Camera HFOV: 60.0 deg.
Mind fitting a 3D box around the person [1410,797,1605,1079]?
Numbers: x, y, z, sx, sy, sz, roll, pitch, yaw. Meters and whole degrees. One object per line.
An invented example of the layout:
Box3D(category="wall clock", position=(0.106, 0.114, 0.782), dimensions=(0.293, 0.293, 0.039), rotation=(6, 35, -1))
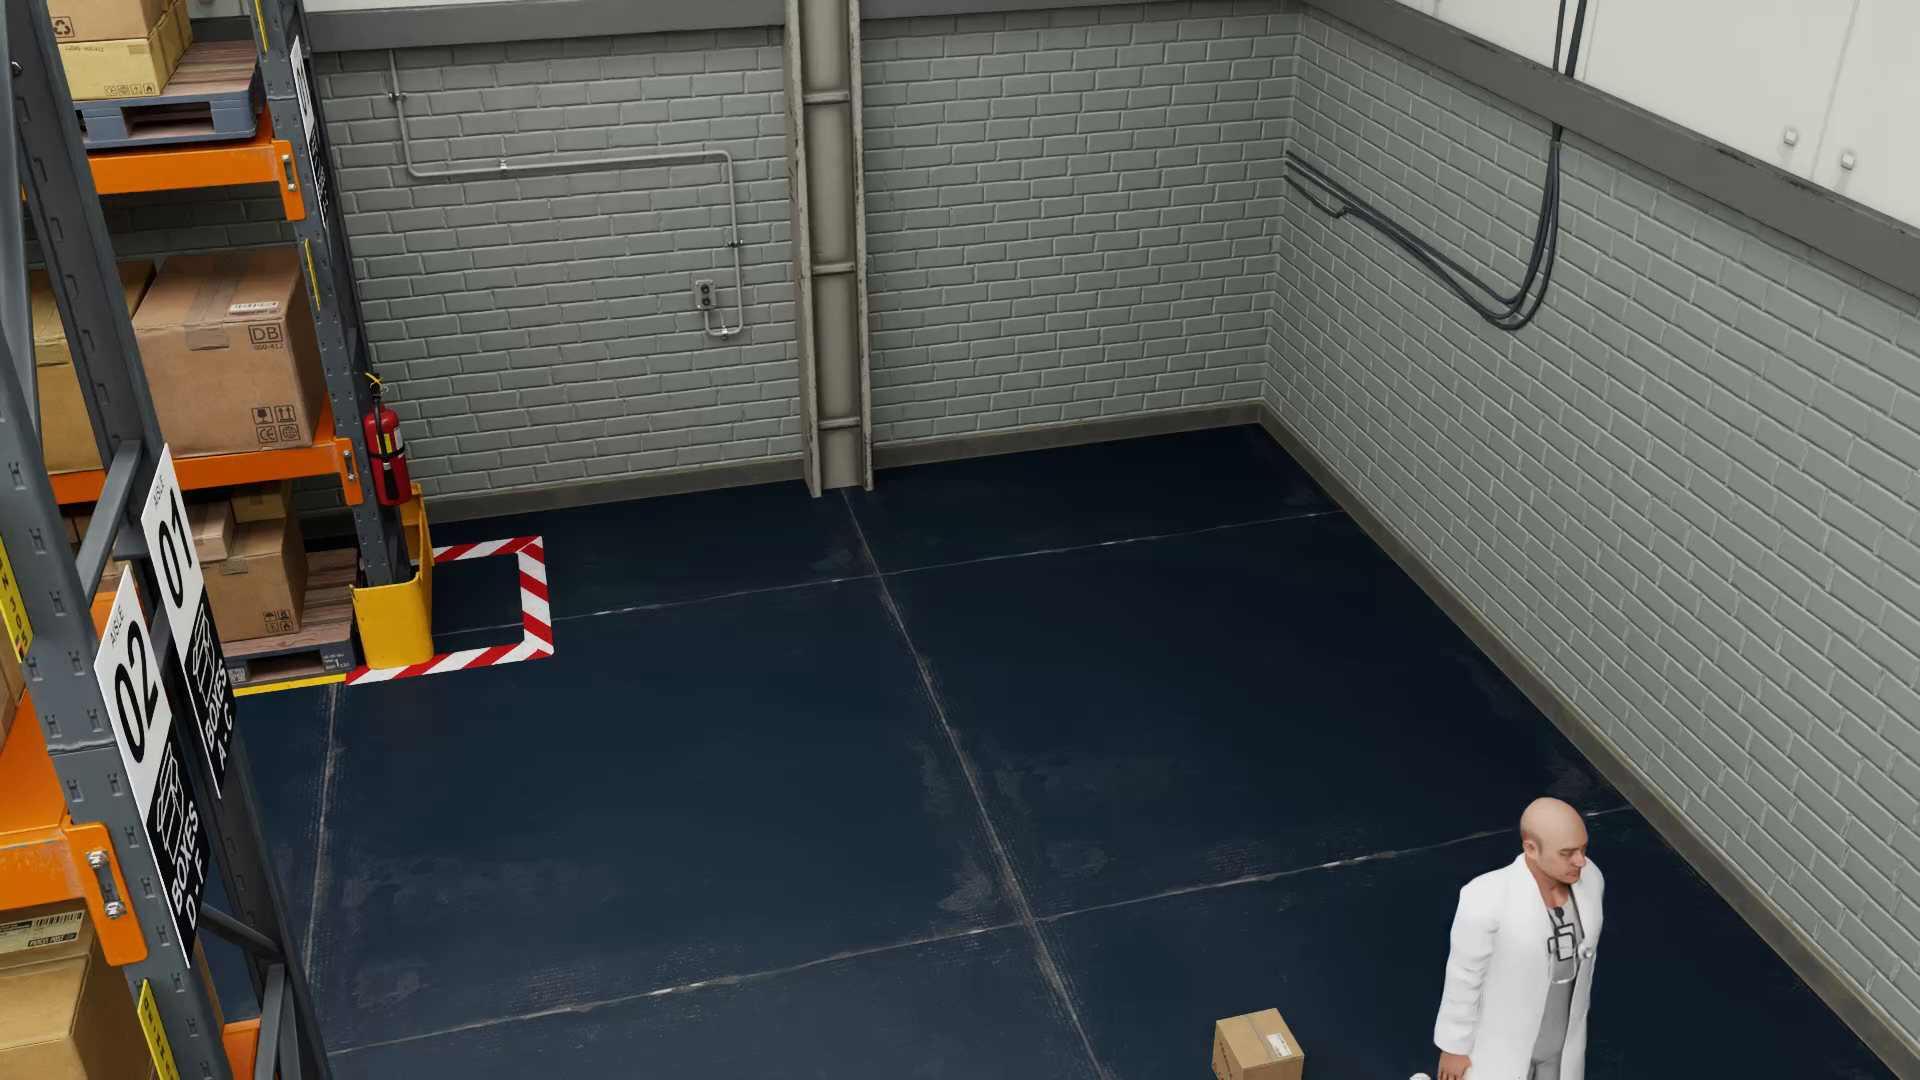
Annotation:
Box3D(category="person", position=(1.806, 1.583, 5.450), dimensions=(0.600, 1.770, 0.624), rotation=(-10, 31, -17))
